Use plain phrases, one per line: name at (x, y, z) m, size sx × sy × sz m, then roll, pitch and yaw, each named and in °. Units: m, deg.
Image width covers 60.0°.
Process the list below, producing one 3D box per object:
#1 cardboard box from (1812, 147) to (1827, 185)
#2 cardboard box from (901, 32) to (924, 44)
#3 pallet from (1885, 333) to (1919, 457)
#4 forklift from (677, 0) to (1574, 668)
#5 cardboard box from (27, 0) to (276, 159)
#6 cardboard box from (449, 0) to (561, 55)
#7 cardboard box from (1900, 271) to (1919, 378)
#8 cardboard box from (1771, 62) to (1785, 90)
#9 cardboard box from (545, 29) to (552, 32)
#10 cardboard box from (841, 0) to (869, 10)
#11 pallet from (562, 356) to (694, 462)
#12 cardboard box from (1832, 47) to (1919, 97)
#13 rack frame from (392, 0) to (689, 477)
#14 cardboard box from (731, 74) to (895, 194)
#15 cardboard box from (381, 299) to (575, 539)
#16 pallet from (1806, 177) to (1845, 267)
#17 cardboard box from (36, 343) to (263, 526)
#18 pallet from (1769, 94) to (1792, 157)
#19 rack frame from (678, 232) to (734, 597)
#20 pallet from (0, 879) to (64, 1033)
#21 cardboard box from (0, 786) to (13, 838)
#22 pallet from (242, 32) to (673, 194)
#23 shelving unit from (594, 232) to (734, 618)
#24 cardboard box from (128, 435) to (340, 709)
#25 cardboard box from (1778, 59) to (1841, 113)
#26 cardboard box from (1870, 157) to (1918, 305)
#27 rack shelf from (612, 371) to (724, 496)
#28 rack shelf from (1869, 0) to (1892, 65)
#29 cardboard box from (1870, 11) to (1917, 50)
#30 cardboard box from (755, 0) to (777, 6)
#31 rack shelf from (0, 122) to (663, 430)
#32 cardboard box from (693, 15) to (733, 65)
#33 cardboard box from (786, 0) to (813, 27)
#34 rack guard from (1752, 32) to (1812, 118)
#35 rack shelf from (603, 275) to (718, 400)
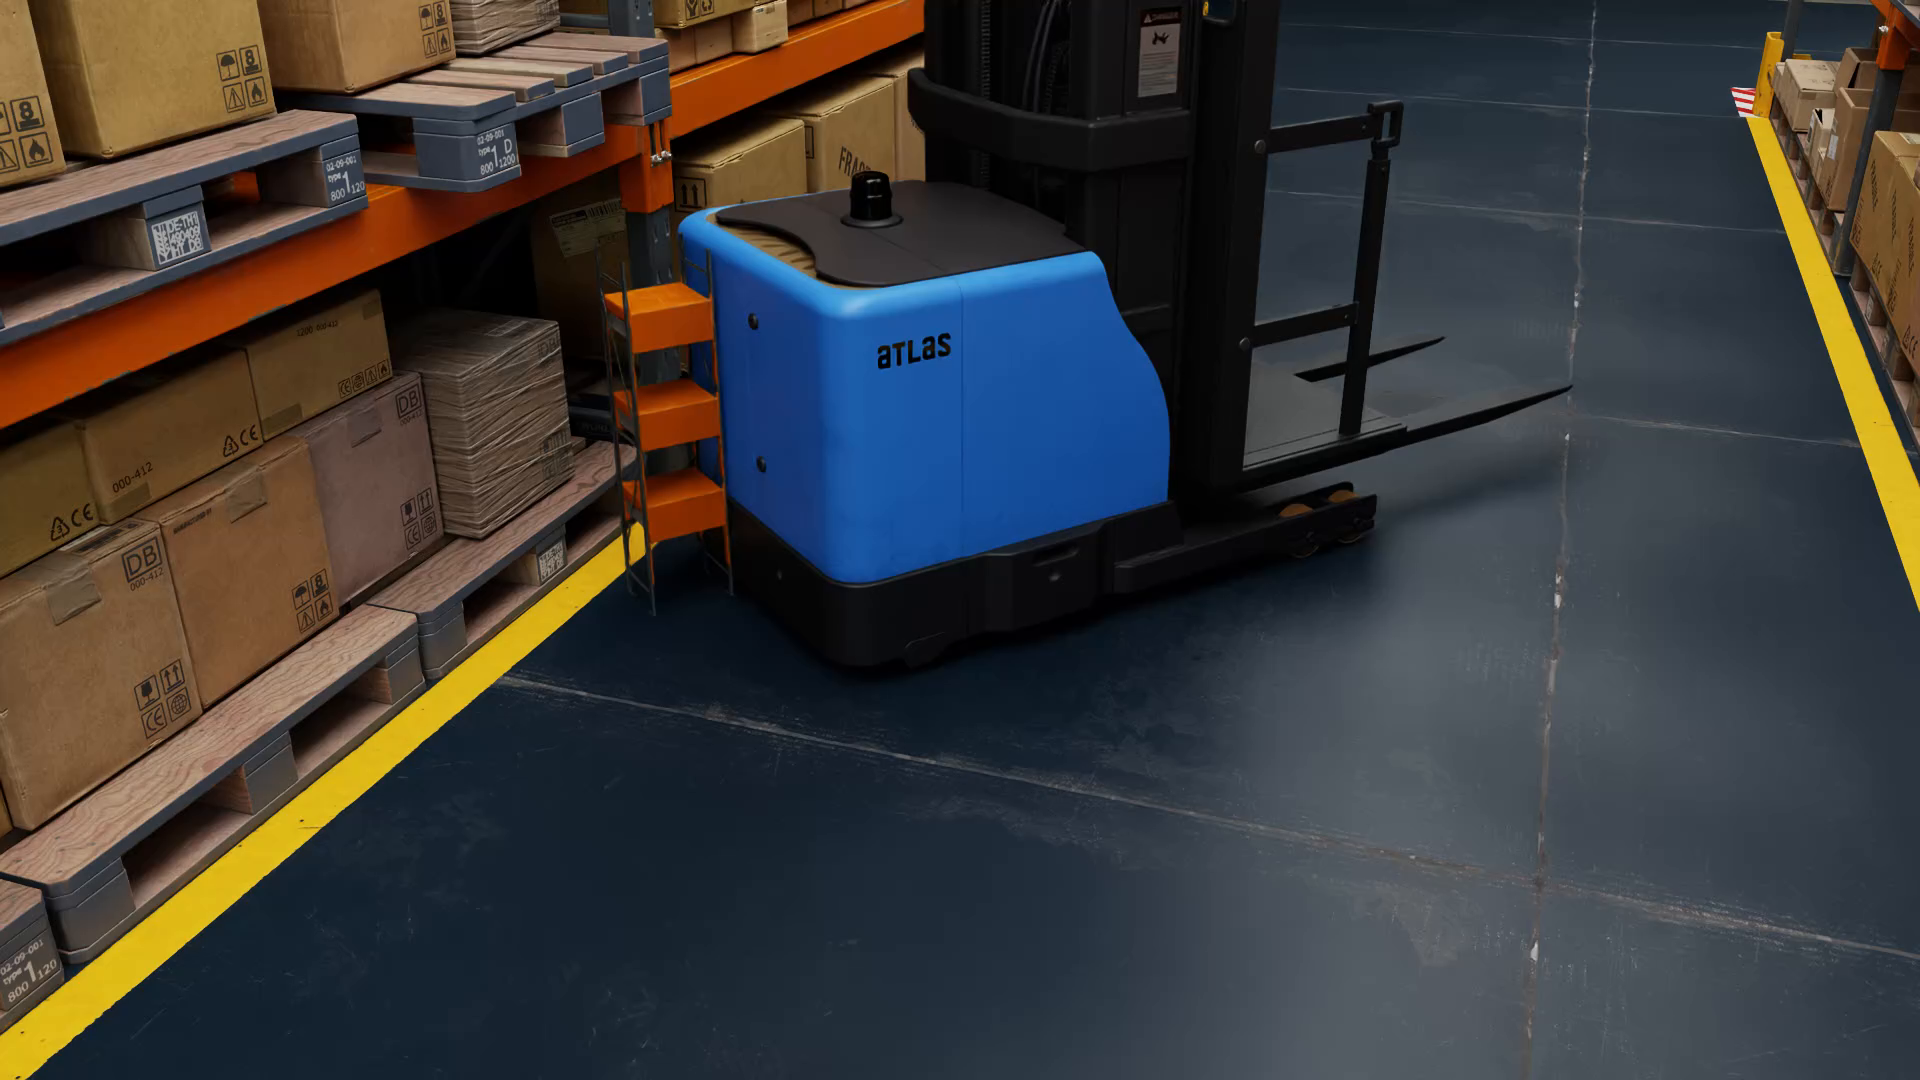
cardboard box at (4.579, -1.888, 8.474) m, size 0.380 × 0.149 × 0.250 m, roll 9°, pitch 27°, yaw 17°
cardboard box at (-0.178, -2.187, 8.311) m, size 0.750 × 0.750 × 0.750 m, roll 9°, pitch 27°, yaw 18°
pallet at (3.949, -0.437, 5.911) m, size 1.003 × 0.211 × 1.213 m, roll 9°, pitch 27°, yaw 17°
forklift at (0.709, -1.444, 4.869) m, size 3.031 × 2.935 × 1.130 m, roll -15°, pitch 30°, yaw -28°
cardboard box at (-1.956, -1.141, 3.546) m, size 0.700 × 0.500 × 0.500 m, roll 9°, pitch 27°, yaw 17°
cardboard box at (-1.562, -1.657, 4.610) m, size 0.700 × 0.500 × 0.500 m, roll 6°, pitch 26°, yaw 11°
cardboard box at (3.689, -0.812, 5.848) m, size 0.500 × 0.500 × 0.500 m, roll 8°, pitch 27°, yaw 15°
cardboard box at (5.456, -2.972, 10.712) m, size 0.380 × 0.149 × 0.250 m, roll 9°, pitch 27°, yaw 17°
cardboard box at (-1.548, -1.675, 5.533) m, size 0.380 × 0.149 × 0.250 m, roll 9°, pitch 27°, yaw 18°
cardboard box at (-0.587, -2.238, 6.695) m, size 0.380 × 0.149 × 0.250 m, roll 9°, pitch 27°, yaw 18°
pallet at (-1.081, -0.666, 6.384) m, size 1.003 × 0.211 × 1.213 m, roll 9°, pitch 27°, yaw 17°
cardboard box at (5.209, -2.382, 9.088) m, size 0.797 × 0.503 × 0.637 m, roll 9°, pitch 27°, yaw 17°
rack frame at (-1.415, -1.608, 5.129) m, size 1.000 × 3.000 × 0.127 m, roll 9°, pitch 27°, yaw 17°
cardboard box at (-0.749, -1.472, 6.833) m, size 0.750 × 0.750 × 0.750 m, roll 9°, pitch 27°, yaw 17°
cardboard box at (-1.605, -0.378, 4.952) m, size 0.700 × 0.500 × 0.500 m, roll 9°, pitch 27°, yaw 18°
pallet at (4.818, -1.562, 8.234) m, size 1.003 × 0.211 × 1.213 m, roll 9°, pitch 27°, yaw 17°
cardboard box at (-2.021, -0.278, 3.885) m, size 0.500 × 0.250 × 0.500 m, roll 9°, pitch 27°, yaw 17°
pallet at (5.630, -2.565, 10.305) m, size 1.003 × 0.211 × 1.213 m, roll 9°, pitch 27°, yaw 17°
rack frame at (-0.723, -0.341, 4.750) m, size 0.008 × 1.050 × 0.200 m, roll -15°, pitch 30°, yaw -28°
pallet at (-2.488, 0.970, 3.003) m, size 1.003 × 0.211 × 1.213 m, roll 9°, pitch 27°, yaw 17°
cardboard box at (-2.392, 0.438, 3.267) m, size 0.700 × 0.500 × 0.500 m, roll 8°, pitch 27°, yaw 16°
pallet at (-1.552, -1.214, 4.535) m, size 1.213 × 0.211 × 1.003 m, roll 9°, pitch 27°, yaw 17°
shelving unit at (-0.827, -0.313, 4.692) m, size 0.252 × 1.050 × 0.215 m, roll -15°, pitch 30°, yaw -28°
cardboard box at (-2.025, 0.025, 4.119) m, size 0.700 × 0.500 × 0.500 m, roll 9°, pitch 27°, yaw 17°
cardboard box at (5.305, -2.752, 10.141) m, size 0.500 × 0.250 × 0.500 m, roll 9°, pitch 27°, yaw 17°
cardboard box at (4.031, -1.224, 6.699) m, size 0.500 × 0.500 × 0.500 m, roll 9°, pitch 27°, yaw 18°
rack shelf at (-0.827, -0.304, 4.697) m, size 0.240 × 0.259 × 0.215 m, roll -15°, pitch 30°, yaw -28°
rack shelf at (5.254, -3.033, 8.898) m, size 1.077 × 0.370 × 4.000 m, roll 9°, pitch 27°, yaw 17°
cardboard box at (5.971, -2.993, 10.353) m, size 0.500 × 0.500 × 0.500 m, roll 9°, pitch 27°, yaw 17°
cardboard box at (-0.829, -2.172, 5.816) m, size 0.500 × 0.500 × 0.500 m, roll 10°, pitch 27°, yaw 19°
rack shelf at (-2.080, -0.463, 3.589) m, size 1.077 × 0.370 × 4.000 m, roll 9°, pitch 27°, yaw 17°
cardboard box at (-0.995, -1.708, 5.601) m, size 0.380 × 0.149 × 0.250 m, roll 9°, pitch 27°, yaw 18°
cardboard box at (-0.781, -2.034, 6.275) m, size 0.380 × 0.149 × 0.250 m, roll 9°, pitch 27°, yaw 19°
rack guard at (5.895, -3.023, 10.919) m, size 1.175 × 0.500 × 0.348 m, roll 9°, pitch 27°, yaw 17°
rack shelf at (-0.827, -0.559, 4.573) m, size 0.240 × 0.259 × 0.215 m, roll -15°, pitch 30°, yaw -28°
